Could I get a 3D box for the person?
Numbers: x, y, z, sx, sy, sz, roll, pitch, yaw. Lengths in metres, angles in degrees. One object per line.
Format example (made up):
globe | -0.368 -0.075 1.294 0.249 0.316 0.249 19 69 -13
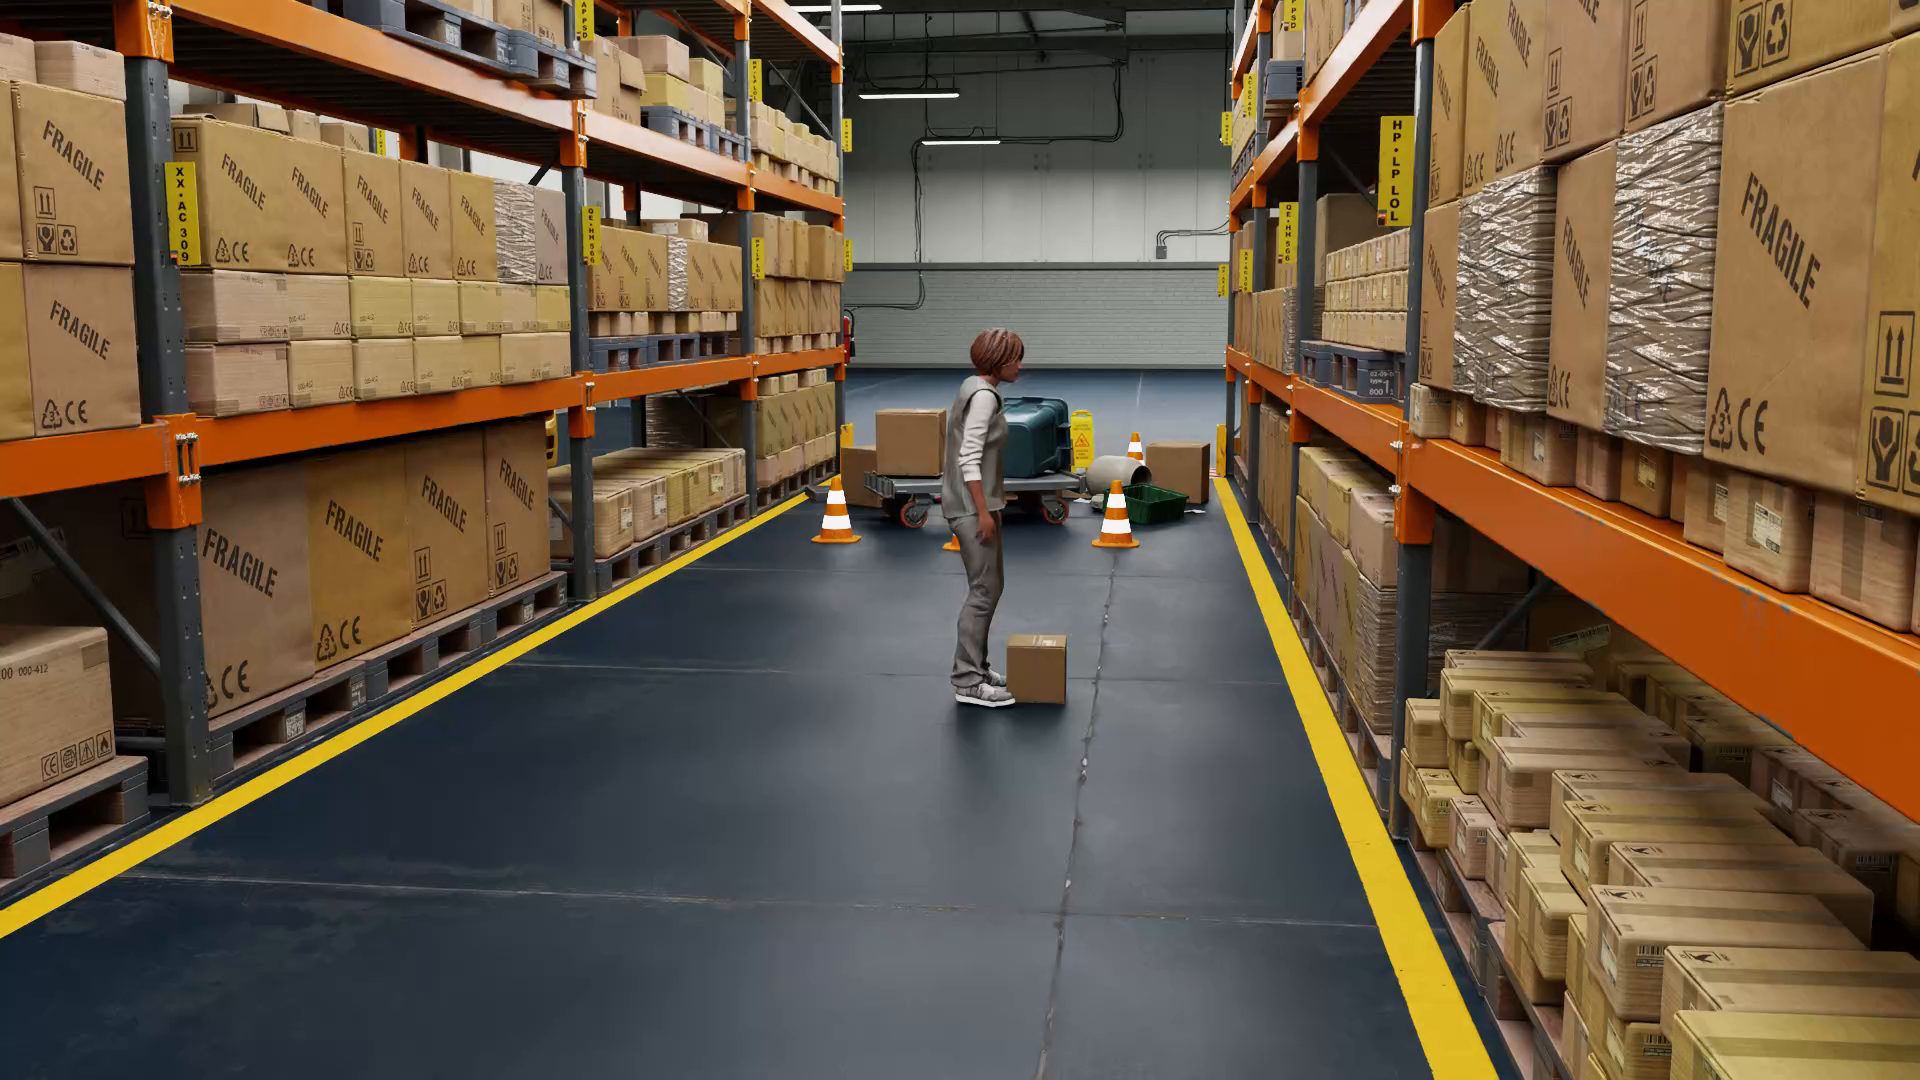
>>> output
person | 0.096 -0.108 7.139 0.349 1.592 0.466 1 8 6
